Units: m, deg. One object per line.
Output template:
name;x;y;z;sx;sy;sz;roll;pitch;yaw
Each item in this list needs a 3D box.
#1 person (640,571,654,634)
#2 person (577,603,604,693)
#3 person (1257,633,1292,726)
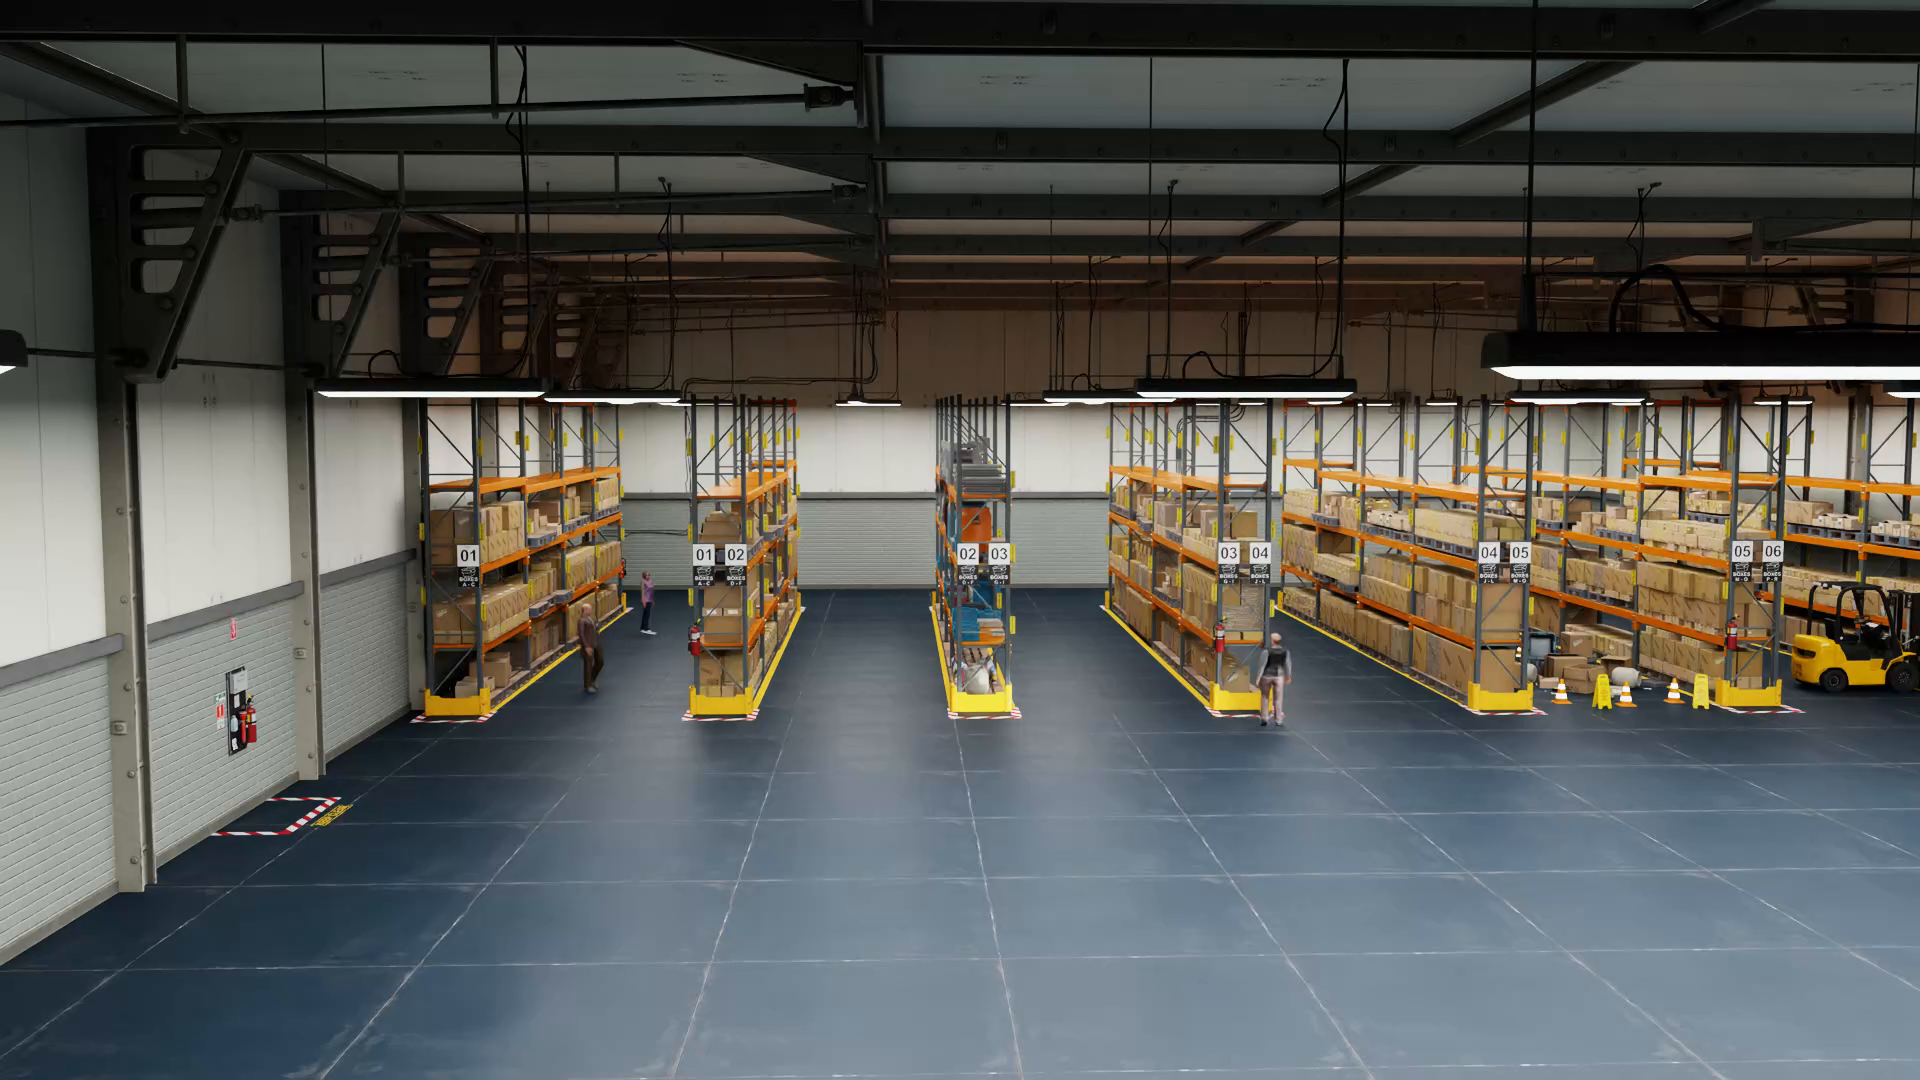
person;-7.979;1.589;42.466;0.402;1.609;0.437;0;5;6
person;-7.526;2.187;33.798;0.542;1.774;0.666;2;5;27
person;5.661;2.530;29.968;0.596;1.752;0.552;2;5;21
